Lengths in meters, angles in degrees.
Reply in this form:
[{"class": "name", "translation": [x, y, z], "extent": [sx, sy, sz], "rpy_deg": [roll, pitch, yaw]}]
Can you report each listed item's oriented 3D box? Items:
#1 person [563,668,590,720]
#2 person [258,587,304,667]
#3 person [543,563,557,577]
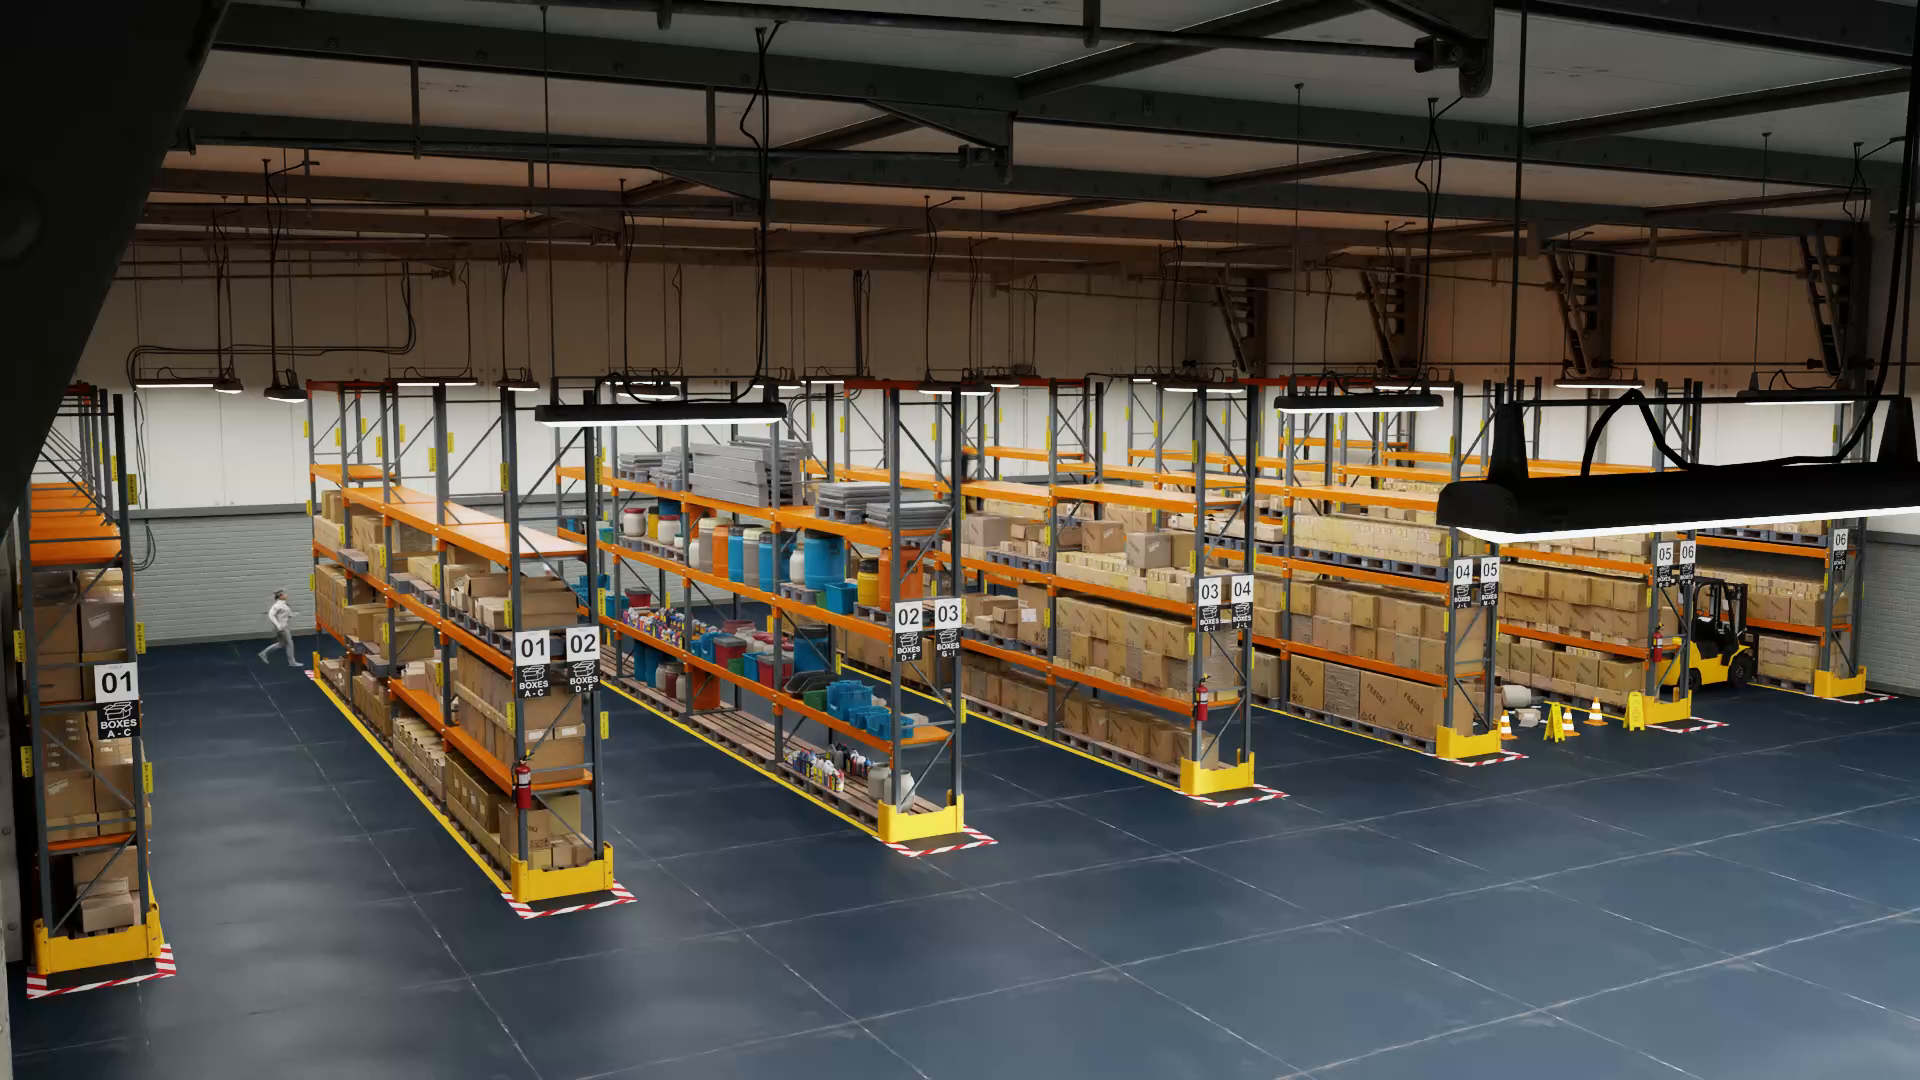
[{"class": "person", "translation": [-6.757, 2.443, 29.199], "extent": [0.853, 1.563, 0.574], "rpy_deg": [6, 9, 44]}, {"class": "person", "translation": [-14.115, 1.816, 34.482], "extent": [0.872, 1.673, 0.607], "rpy_deg": [-2, 6, -18]}, {"class": "person", "translation": [-9.346, 1.435, 37.775], "extent": [0.849, 1.832, 0.636], "rpy_deg": [-1, 6, -13]}]
